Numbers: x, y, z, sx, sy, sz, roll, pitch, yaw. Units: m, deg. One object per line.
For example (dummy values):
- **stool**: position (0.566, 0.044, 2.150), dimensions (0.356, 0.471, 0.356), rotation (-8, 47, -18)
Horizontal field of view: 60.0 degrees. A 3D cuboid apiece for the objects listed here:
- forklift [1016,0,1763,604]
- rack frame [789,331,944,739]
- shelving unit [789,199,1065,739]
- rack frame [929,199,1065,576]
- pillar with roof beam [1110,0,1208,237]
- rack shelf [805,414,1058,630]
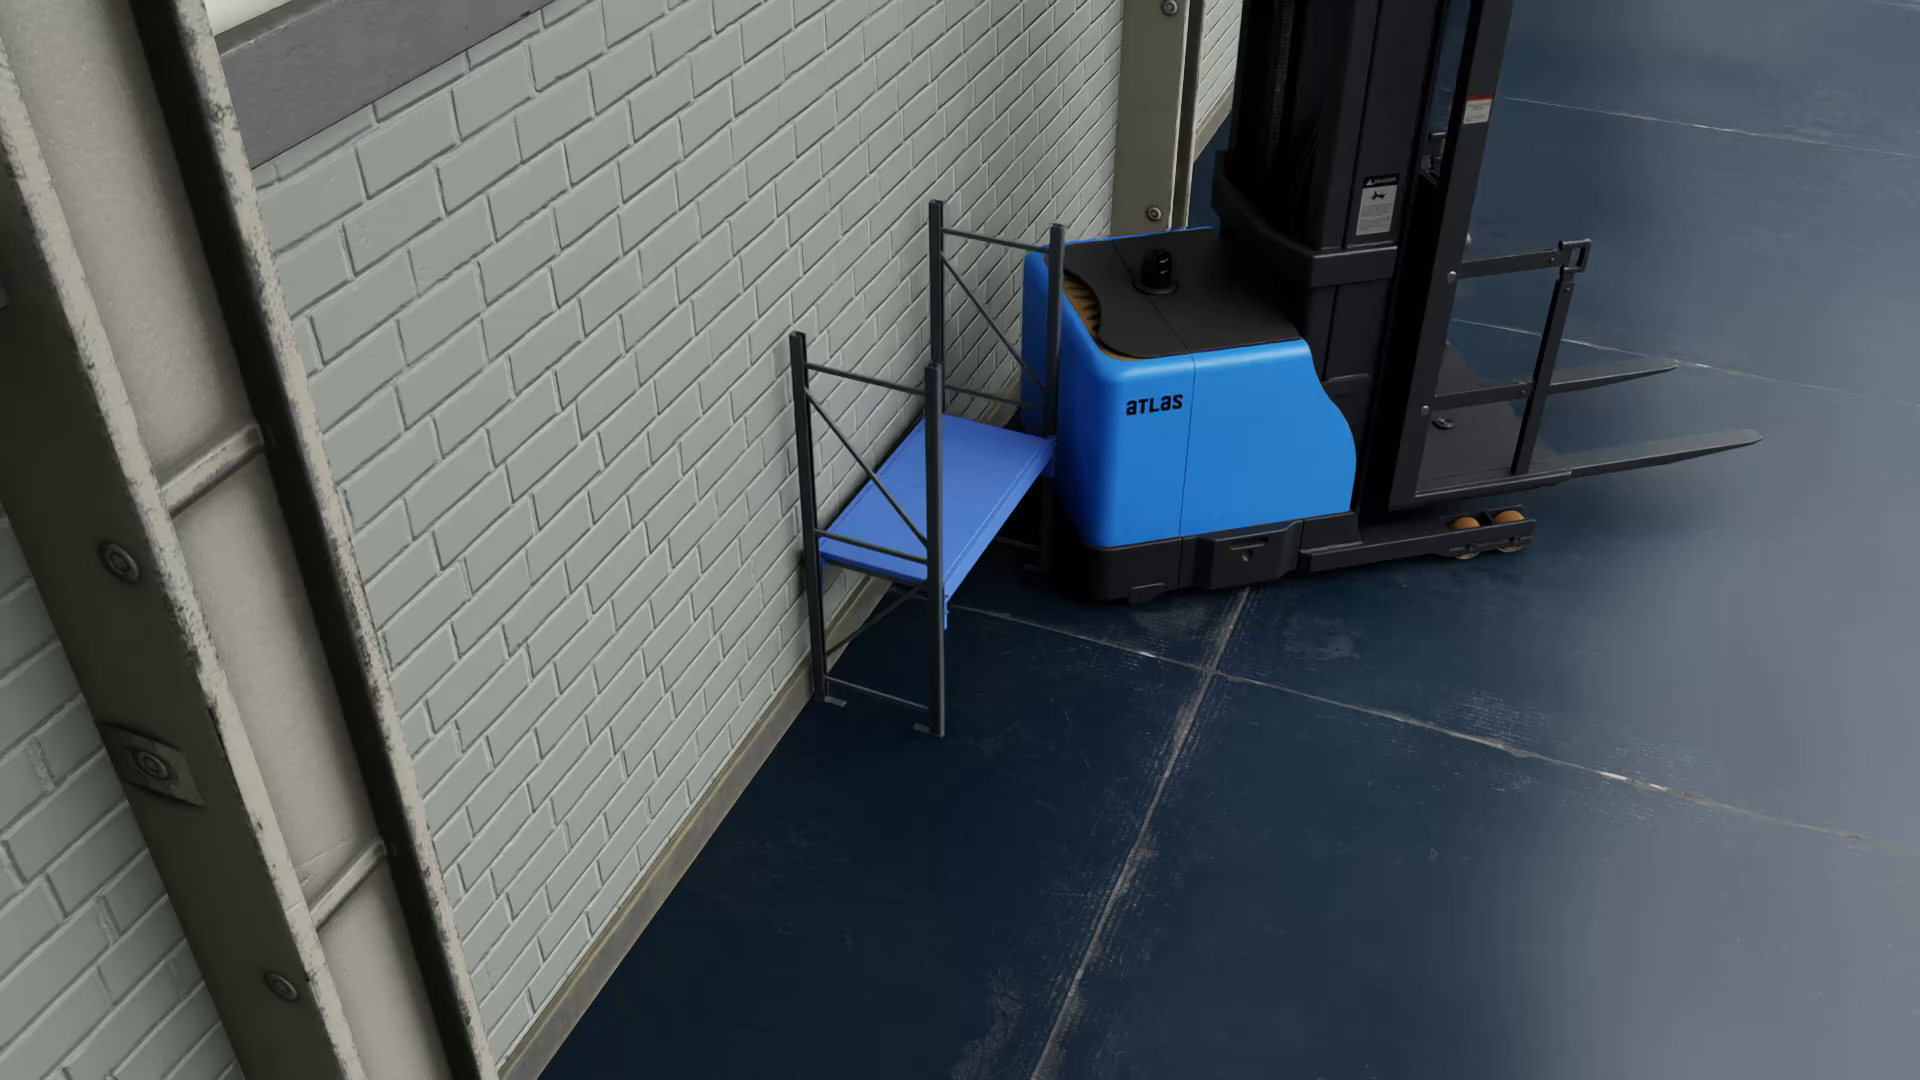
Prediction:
- **forklift**: position (1.809, -1.396, 6.170), dimensions (3.031, 2.935, 1.130), rotation (-8, 38, -11)
- **rack frame**: position (-0.289, 0.026, 5.462), dimensions (0.500, 1.500, 0.032), rotation (15, 39, 19)
- **shelving unit**: position (-0.082, -0.252, 5.834), dimensions (0.538, 1.500, 1.048), rotation (15, 39, 19)
- **rack frame**: position (0.125, -0.530, 6.206), dimensions (0.500, 1.500, 0.032), rotation (15, 39, 19)
- **pillar with roof beam**: position (4.954, -4.072, 4.682), dimensions (9.100, 9.000, 0.400), rotation (14, 39, 18)
- **rack shelf**: position (-0.082, -0.108, 5.942), dimensions (0.538, 0.185, 1.000), rotation (15, 39, 19)
